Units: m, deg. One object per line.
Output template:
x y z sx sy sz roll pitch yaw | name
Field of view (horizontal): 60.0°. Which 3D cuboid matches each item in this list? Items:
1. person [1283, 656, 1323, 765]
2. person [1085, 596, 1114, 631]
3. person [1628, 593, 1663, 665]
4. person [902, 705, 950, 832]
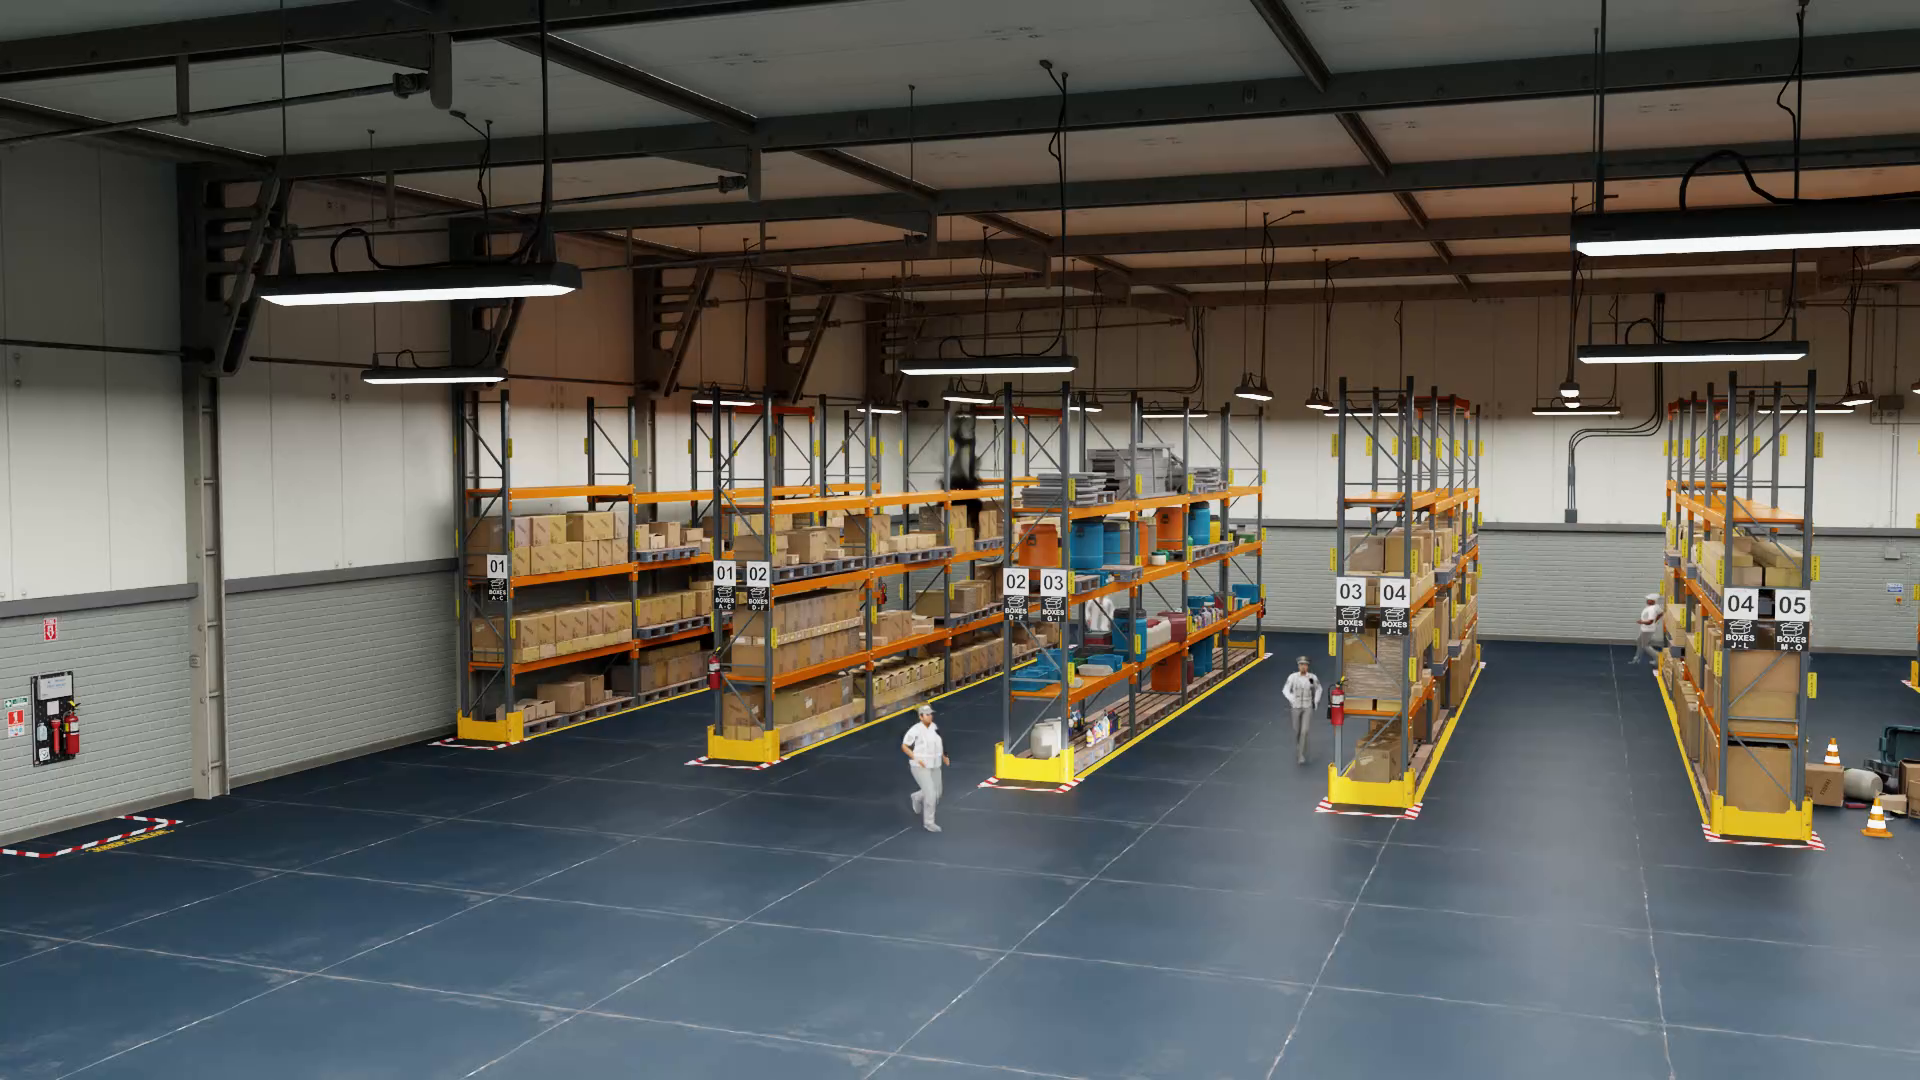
5.492 2.696 26.683 0.620 1.696 0.832 1 3 15 | person
3.290 1.986 39.127 0.722 1.731 0.612 0 3 4 | person
15.645 2.051 38.018 0.786 1.721 0.801 2 4 30 | person
-0.482 2.993 21.952 0.608 1.641 0.670 -3 4 -43 | person
